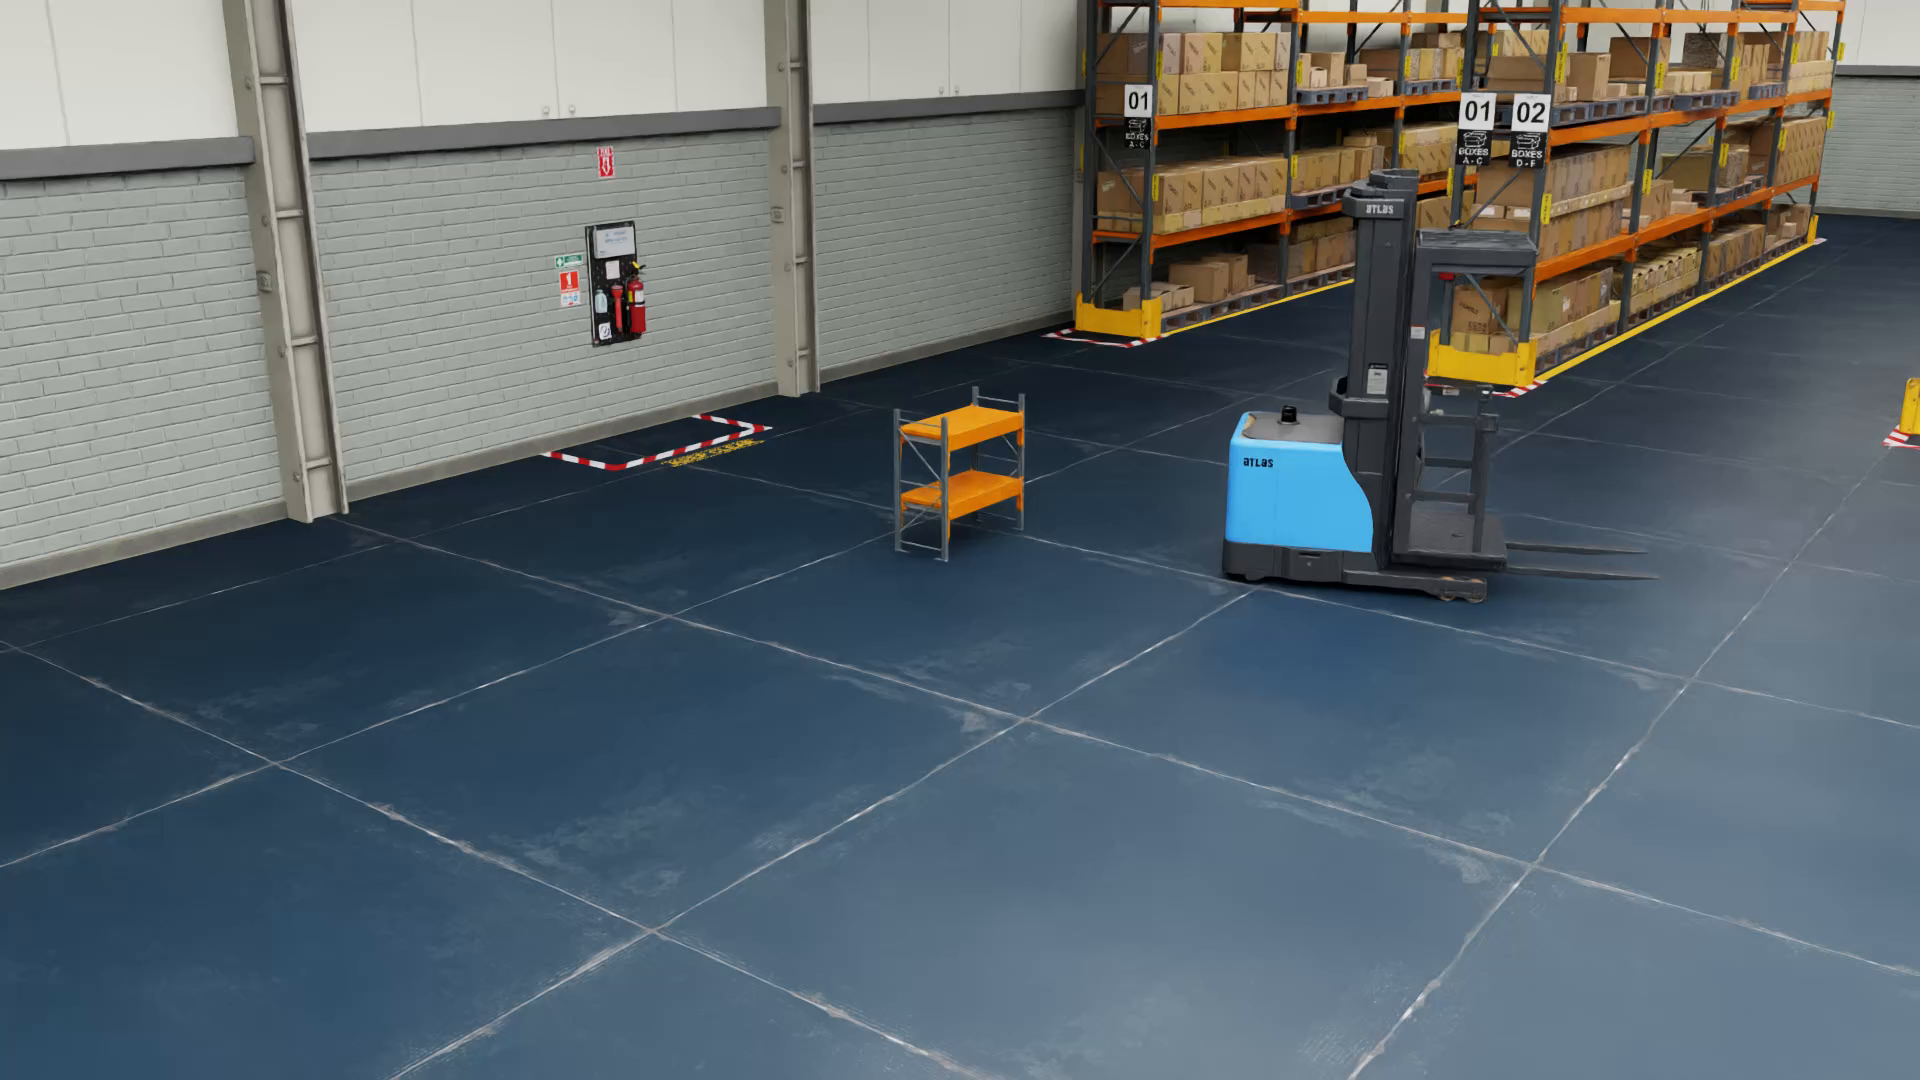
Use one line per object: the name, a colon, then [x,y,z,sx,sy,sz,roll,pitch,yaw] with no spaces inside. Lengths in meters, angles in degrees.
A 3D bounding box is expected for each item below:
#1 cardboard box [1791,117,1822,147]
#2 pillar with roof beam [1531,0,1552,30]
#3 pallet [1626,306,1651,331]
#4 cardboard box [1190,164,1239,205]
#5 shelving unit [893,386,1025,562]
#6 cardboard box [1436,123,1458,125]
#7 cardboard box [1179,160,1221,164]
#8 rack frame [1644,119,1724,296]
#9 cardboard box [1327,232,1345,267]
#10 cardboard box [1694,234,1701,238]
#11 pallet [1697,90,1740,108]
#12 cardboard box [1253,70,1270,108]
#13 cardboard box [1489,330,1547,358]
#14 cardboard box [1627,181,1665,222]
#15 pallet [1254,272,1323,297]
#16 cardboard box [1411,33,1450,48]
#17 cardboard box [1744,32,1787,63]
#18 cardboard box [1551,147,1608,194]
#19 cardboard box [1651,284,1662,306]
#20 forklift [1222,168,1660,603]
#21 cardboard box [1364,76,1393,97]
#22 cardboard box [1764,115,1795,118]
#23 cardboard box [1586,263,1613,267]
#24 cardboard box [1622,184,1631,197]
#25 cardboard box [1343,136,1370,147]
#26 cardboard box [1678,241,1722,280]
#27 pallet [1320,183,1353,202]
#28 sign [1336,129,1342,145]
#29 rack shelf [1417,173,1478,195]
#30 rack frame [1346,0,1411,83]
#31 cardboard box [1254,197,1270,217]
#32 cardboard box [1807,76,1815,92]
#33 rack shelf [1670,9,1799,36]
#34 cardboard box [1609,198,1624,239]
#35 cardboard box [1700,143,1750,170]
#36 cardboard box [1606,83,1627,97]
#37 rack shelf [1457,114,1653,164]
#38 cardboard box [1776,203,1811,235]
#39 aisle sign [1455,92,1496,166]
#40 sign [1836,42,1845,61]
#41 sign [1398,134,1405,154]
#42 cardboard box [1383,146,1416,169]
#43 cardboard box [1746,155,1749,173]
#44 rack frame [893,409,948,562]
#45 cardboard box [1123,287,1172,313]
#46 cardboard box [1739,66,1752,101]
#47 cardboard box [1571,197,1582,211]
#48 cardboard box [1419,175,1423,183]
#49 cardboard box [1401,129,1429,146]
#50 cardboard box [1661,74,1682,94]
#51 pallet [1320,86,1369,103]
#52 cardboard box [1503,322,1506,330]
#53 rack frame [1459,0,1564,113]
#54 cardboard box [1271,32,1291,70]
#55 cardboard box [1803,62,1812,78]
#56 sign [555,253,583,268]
cardboard box: [15.221,-7.369,30.061,0.500,0.500,0.500,13,22,36]
pillar with roof beam: [15.957,-10.893,33.149,9.100,9.000,0.400,12,21,35]
pallet: [8.823,-3.111,22.907,1.003,0.211,1.213,12,21,35]
cardboard box: [3.491,-4.902,22.926,0.500,0.500,0.500,13,22,36]
shelving unit: [0.004,-0.539,13.082,0.538,1.125,1.048,12,21,35]
cardboard box: [8.817,-7.321,29.794,0.500,0.250,0.500,13,21,36]
cardboard box: [3.375,-5.116,23.615,0.500,0.500,0.500,13,22,36]
rack frame: [10.799,-5.213,24.974,1.000,3.000,0.127,12,21,35]
cardboard box: [5.758,-4.698,26.787,0.700,0.500,0.500,12,21,34]
cardboard box: [11.476,-4.617,26.527,0.500,0.500,0.500,12,21,33]
pallet: [10.466,-6.378,23.986,1.213,0.211,1.003,14,22,37]
cardboard box: [4.021,-6.343,23.351,0.500,0.500,0.500,10,20,30]
cardboard box: [6.530,-2.284,19.468,0.500,0.250,0.500,12,21,35]
cardboard box: [9.499,-4.733,23.259,0.500,0.500,0.500,12,21,35]
pallet: [4.898,-3.989,25.733,1.003,0.211,1.213,12,21,35]
cardboard box: [8.255,-8.768,29.189,0.500,0.250,0.500,12,21,33]
cardboard box: [13.441,-8.246,27.828,0.700,0.500,0.500,12,21,35]
cardboard box: [7.557,-4.581,20.583,0.700,0.500,0.500,12,21,35]
cardboard box: [9.467,-3.446,23.210,0.500,0.250,0.500,12,21,33]
forklift: [3.513,-1.129,11.936,3.031,2.935,1.130,4,18,14]
cardboard box: [6.606,-7.268,26.649,0.500,0.311,0.500,12,21,35]
cardboard box: [15.089,-7.585,30.756,0.500,0.500,0.500,13,22,36]
cardboard box: [8.732,-3.688,23.045,0.500,0.311,0.500,13,22,36]
cardboard box: [8.426,-4.516,21.464,0.380,0.149,0.250,12,21,35]
cardboard box: [6.457,-6.489,27.077,0.380,0.149,0.250,9,19,26]
cardboard box: [11.300,-4.288,25.466,0.500,0.500,0.500,14,22,37]
pallet: [5.672,-5.517,26.277,1.003,0.211,1.213,12,21,35]
sign: [6.371,-6.738,27.931,0.100,0.325,0.005,12,21,35]
rack shelf: [8.010,-6.221,29.430,1.077,0.370,4.000,12,21,35]
rack frame: [6.818,-8.953,26.900,1.000,3.000,0.127,12,21,35]
cardboard box: [4.093,-4.789,23.828,0.500,0.250,0.500,13,21,35]
cardboard box: [14.566,-7.956,29.000,0.500,0.250,0.500,12,21,35]
rack shelf: [11.991,-8.020,25.784,1.077,0.370,4.000,12,21,35]
cardboard box: [8.156,-4.202,21.547,0.700,0.500,0.500,12,21,33]
cardboard box: [12.720,-6.341,27.729,0.700,0.500,0.500,5,18,16]
cardboard box: [7.916,-5.505,20.335,0.380,0.149,0.250,12,21,35]
rack shelf: [7.224,-4.873,20.034,1.077,0.370,4.000,12,21,35]
cardboard box: [15.439,-5.962,30.858,0.500,0.500,0.500,12,21,35]
aisle sign: [5.757,-4.586,18.569,0.394,0.787,0.004,12,21,35]
sign: [15.999,-8.871,30.202,0.100,0.325,0.005,12,21,35]
sign: [7.260,-6.509,27.328,0.100,0.325,0.005,12,21,35]
cardboard box: [7.313,-6.358,27.955,0.500,0.500,0.500,13,22,36]
cardboard box: [13.274,-6.378,28.556,0.500,0.500,0.500,13,21,36]
rack frame: [-0.299,-0.418,12.692,0.500,1.125,0.032,12,21,35]
cardboard box: [2.536,-3.257,22.467,0.500,0.311,0.500,10,20,29]
cardboard box: [11.646,-7.049,25.658,0.910,0.500,0.500,12,21,35]
cardboard box: [7.205,-4.028,19.894,0.380,0.149,0.250,12,21,34]
cardboard box: [7.783,-6.267,28.756,0.380,0.149,0.250,13,21,36]
cardboard box: [7.616,-6.836,28.231,0.500,0.250,0.500,12,21,34]
cardboard box: [9.604,-6.267,22.853,0.500,0.250,0.500,10,20,30]
pallet: [5.504,-6.854,25.515,1.213,0.211,1.003,12,21,35]
cardboard box: [6.403,-2.496,20.153,0.500,0.250,0.500,12,21,35]
rack frame: [6.032,-6.173,17.948,1.000,3.000,0.127,12,21,35]
cardboard box: [4.354,-6.935,23.572,0.500,0.500,0.500,10,20,30]
cardboard box: [14.275,-8.074,28.538,0.500,0.250,0.500,12,21,35]
sign: [-3.706,-2.647,15.757,0.001,0.109,0.331,12,21,35]
